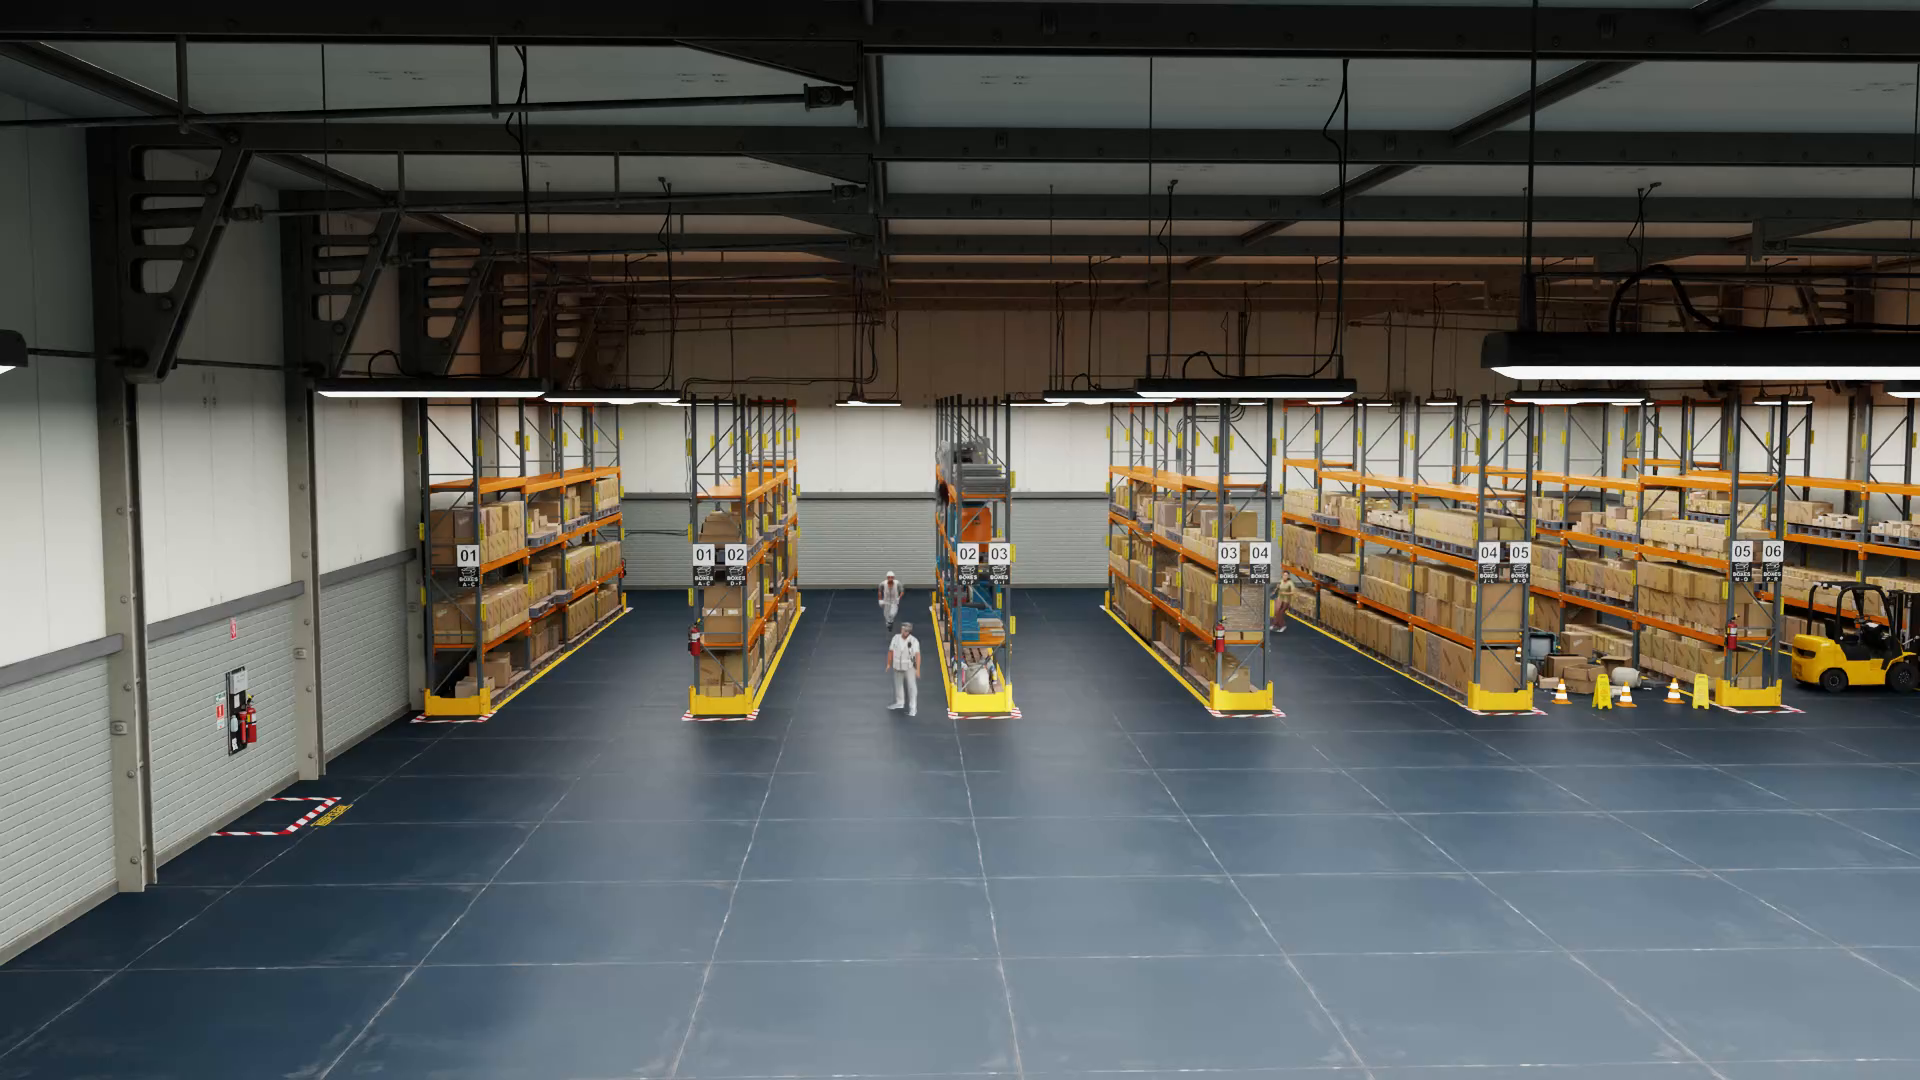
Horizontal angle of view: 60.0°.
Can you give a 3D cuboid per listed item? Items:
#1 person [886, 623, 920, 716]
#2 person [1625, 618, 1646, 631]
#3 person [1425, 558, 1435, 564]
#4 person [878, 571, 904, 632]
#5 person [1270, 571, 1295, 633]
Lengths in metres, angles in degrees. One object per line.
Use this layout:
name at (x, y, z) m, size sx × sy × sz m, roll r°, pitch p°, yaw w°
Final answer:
person at (-1.071, 2.413, 31.368) m, size 0.696 × 1.749 × 0.624 m, roll 1°, pitch 5°, yaw 15°
person at (17.365, 1.567, 42.823) m, size 0.570 × 1.604 × 0.723 m, roll -2°, pitch 5°, yaw -21°
person at (13.991, 1.051, 49.227) m, size 0.533 × 1.618 × 0.563 m, roll 1°, pitch 5°, yaw 10°
person at (-1.711, 1.551, 41.424) m, size 0.652 × 1.578 × 0.731 m, roll 0°, pitch 5°, yaw -3°
person at (8.259, 1.556, 42.608) m, size 0.745 × 1.584 × 0.672 m, roll 2°, pitch 5°, yaw 27°
